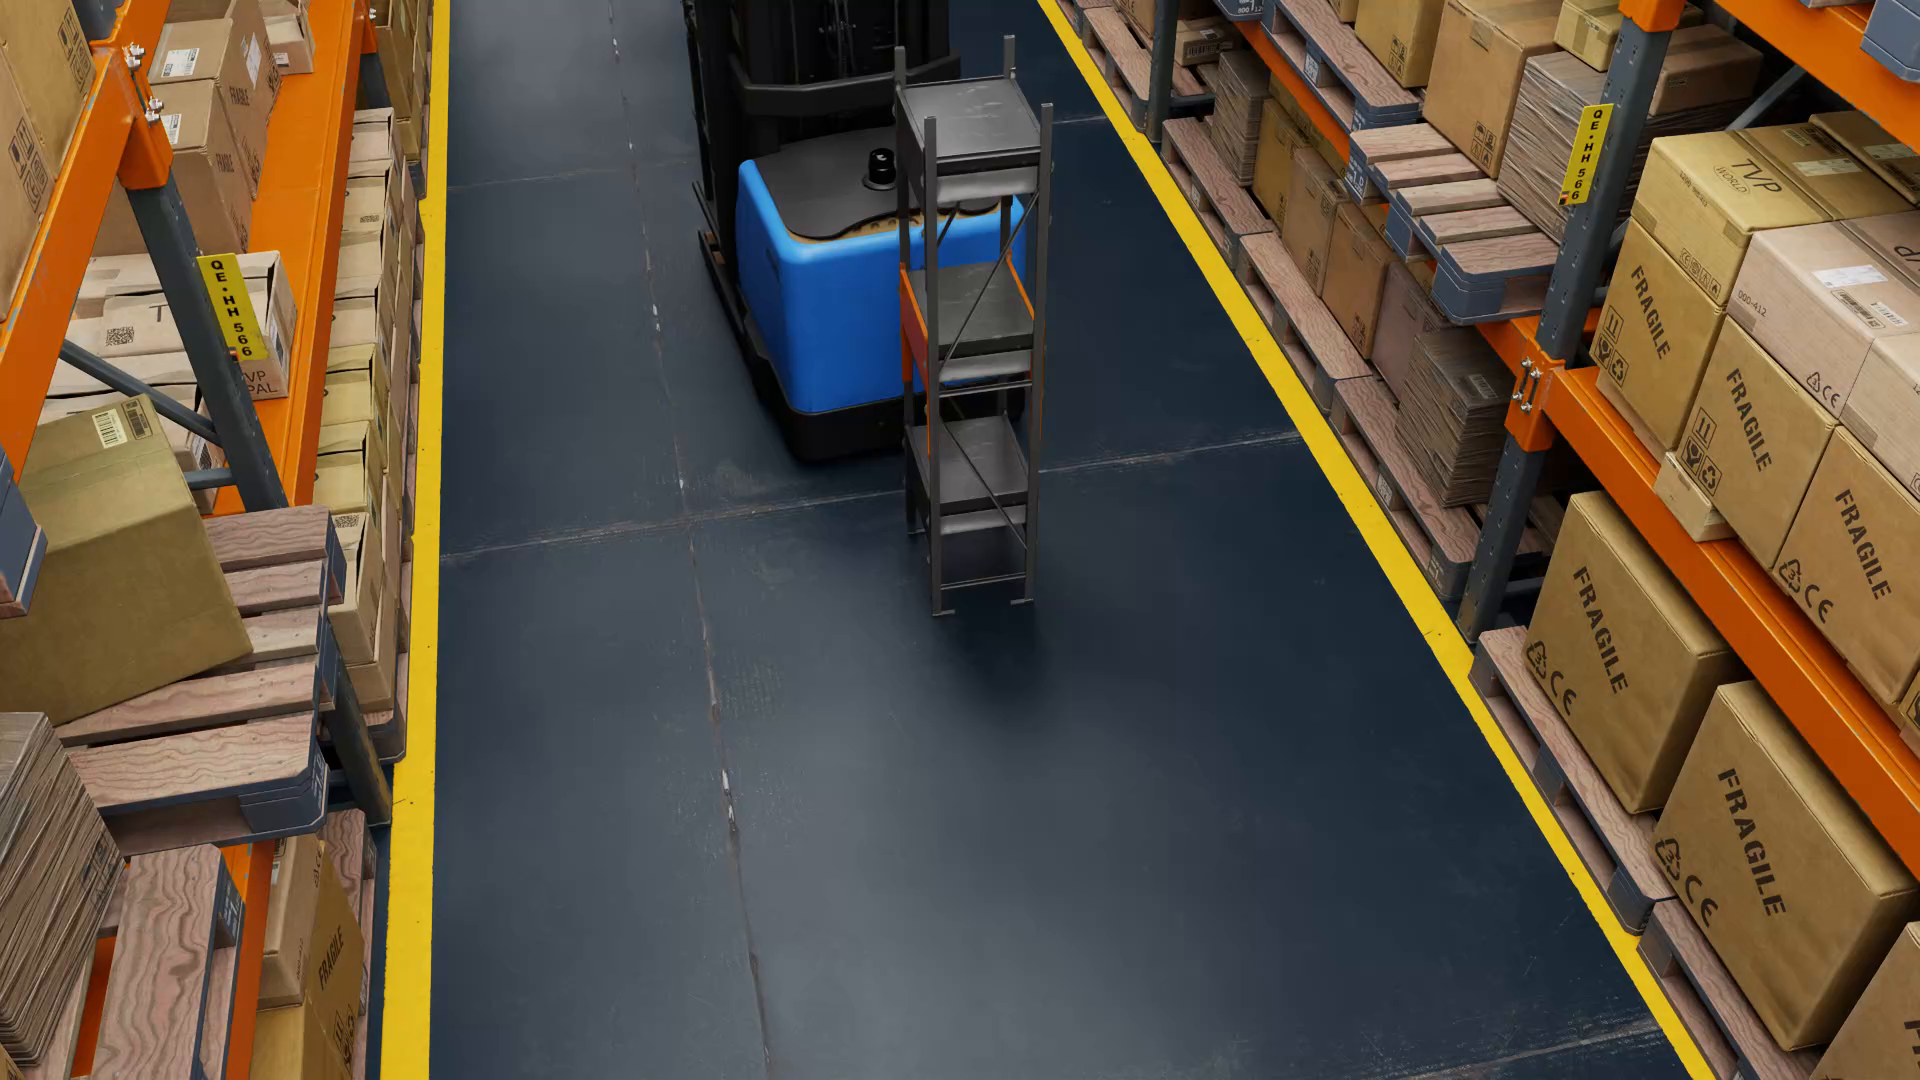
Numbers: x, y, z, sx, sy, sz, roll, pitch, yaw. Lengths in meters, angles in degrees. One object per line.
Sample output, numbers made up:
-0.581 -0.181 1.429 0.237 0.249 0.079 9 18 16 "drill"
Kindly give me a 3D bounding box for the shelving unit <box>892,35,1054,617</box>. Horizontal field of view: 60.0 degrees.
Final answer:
0.036 -0.678 5.932 0.431 2.100 0.503 -8 42 -9 "shelving unit"

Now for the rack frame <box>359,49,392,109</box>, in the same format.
-3.299 -2.711 7.545 1.000 3.000 0.127 -8 42 -9 "rack frame"

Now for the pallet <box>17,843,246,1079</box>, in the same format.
-2.011 1.213 3.268 1.003 0.211 1.213 -8 42 -9 "pallet"

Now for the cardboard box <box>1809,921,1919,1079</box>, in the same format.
2.802 1.431 4.182 0.750 0.750 0.750 -7 42 -8 "cardboard box"

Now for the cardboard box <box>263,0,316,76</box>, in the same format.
-2.929 -2.117 6.977 0.396 0.266 0.258 -9 42 -10 "cardboard box"

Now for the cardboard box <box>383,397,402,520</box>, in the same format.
-2.489 -0.291 6.573 0.500 0.250 0.500 -9 42 -10 "cardboard box"

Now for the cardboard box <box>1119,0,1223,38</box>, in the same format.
1.274 -3.320 9.782 0.500 0.500 0.500 -11 43 -12 "cardboard box"

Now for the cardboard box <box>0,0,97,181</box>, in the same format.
-2.308 -1.000 3.282 0.910 0.500 0.500 -8 42 -9 "cardboard box"

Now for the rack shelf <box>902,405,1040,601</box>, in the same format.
0.036 -0.144 6.406 0.431 0.518 0.480 -8 42 -9 "rack shelf"

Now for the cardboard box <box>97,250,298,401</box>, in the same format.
-2.439 -0.693 5.338 0.500 0.311 0.500 -9 42 -10 "cardboard box"

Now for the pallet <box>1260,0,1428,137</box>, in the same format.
1.934 -2.036 6.929 1.003 0.211 1.213 -8 42 -9 "pallet"

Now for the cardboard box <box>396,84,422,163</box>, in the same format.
-3.103 -2.184 8.706 0.500 0.250 0.500 -8 42 -9 "cardboard box"

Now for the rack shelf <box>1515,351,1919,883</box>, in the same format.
2.833 0.735 4.205 1.077 0.370 4.000 -8 42 -9 "rack shelf"

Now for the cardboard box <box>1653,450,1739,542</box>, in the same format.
2.266 -0.149 4.832 0.380 0.149 0.250 -7 42 -8 "cardboard box"

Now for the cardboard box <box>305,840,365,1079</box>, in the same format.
-2.004 1.225 4.663 0.500 0.500 0.500 -7 42 -8 "cardboard box"

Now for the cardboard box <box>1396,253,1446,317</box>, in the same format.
2.133 -1.178 6.805 0.500 0.250 0.500 -8 42 -8 "cardboard box"

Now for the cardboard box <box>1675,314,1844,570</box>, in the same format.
2.360 -0.294 4.508 0.500 0.500 0.500 -7 42 -8 "cardboard box"

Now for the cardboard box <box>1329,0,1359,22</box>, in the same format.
1.900 -2.505 6.906 0.700 0.500 0.500 -3 42 -3 "cardboard box"

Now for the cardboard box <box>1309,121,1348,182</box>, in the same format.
1.927 -1.837 7.547 0.500 0.250 0.500 -9 42 -11 "cardboard box"

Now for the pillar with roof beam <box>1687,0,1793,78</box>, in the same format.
-1.239 -3.424 3.829 9.100 9.000 0.400 -8 42 -9 "pillar with roof beam"

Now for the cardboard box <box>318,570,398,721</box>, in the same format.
-2.261 0.371 5.827 0.500 0.250 0.500 -8 42 -9 "cardboard box"

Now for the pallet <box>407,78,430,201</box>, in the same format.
-3.429 -2.190 9.058 1.003 0.211 1.213 -8 42 -9 "pallet"

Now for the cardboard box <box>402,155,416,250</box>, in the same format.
-2.926 -1.613 8.062 0.500 0.250 0.500 -9 42 -10 "cardboard box"

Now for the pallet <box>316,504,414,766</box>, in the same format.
-2.575 0.385 6.157 1.003 0.211 1.213 -8 42 -9 "pallet"

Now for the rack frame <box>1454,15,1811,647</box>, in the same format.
2.401 -0.831 5.426 1.000 3.000 0.127 -8 42 -9 "rack frame"

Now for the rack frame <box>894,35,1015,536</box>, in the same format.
-0.017 -0.836 6.110 0.400 2.100 0.015 -8 42 -9 "rack frame"

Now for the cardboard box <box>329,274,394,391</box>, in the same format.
-2.603 -0.842 6.771 0.500 0.311 0.500 -9 42 -10 "cardboard box"

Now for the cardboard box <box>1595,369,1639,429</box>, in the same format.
2.246 -0.498 5.225 0.380 0.149 0.250 -9 42 -10 "cardboard box"

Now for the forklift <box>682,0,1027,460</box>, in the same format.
-0.662 -2.424 7.273 1.130 2.935 3.031 -12 43 -14 "forklift"

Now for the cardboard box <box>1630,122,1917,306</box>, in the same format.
2.253 -0.917 4.645 0.500 0.250 0.500 -7 42 -8 "cardboard box"

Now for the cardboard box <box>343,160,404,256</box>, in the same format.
-2.813 -1.492 7.504 0.500 0.311 0.500 -7 42 -8 "cardboard box"

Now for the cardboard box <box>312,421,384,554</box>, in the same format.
-2.383 -0.178 6.023 0.500 0.311 0.500 -9 42 -10 "cardboard box"

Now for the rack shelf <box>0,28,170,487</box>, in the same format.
-2.004 0.325 2.406 1.077 0.370 4.000 -8 42 -9 "rack shelf"

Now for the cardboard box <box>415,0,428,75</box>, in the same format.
-3.308 -2.834 9.438 0.500 0.250 0.500 -8 42 -9 "cardboard box"

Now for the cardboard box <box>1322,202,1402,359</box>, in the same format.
2.062 -1.188 7.381 0.700 0.500 0.500 -9 42 -10 "cardboard box"

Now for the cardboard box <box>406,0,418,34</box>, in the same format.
-3.309 -3.114 9.189 0.500 0.500 0.500 -8 42 -9 "cardboard box"

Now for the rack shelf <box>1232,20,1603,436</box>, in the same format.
1.969 -1.858 7.125 1.077 0.370 4.000 -8 42 -9 "rack shelf"

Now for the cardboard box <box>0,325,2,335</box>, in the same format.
-2.086 -0.332 2.530 0.910 0.500 0.500 -8 42 -9 "cardboard box"

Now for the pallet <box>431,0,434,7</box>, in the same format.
-3.956 -3.772 10.840 1.003 0.211 1.213 -8 42 -9 "pallet"

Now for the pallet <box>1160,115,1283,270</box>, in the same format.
1.707 -1.876 8.705 1.003 0.211 1.213 -8 42 -9 "pallet"

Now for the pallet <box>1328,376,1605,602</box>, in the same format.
2.234 -0.295 6.923 1.003 0.211 1.213 -8 42 -9 "pallet"

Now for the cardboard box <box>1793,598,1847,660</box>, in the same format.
2.506 0.164 4.480 0.380 0.149 0.250 -7 42 -8 "cardboard box"

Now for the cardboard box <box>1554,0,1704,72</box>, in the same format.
2.213 -1.701 5.511 0.380 0.149 0.250 -15 44 -16 "cardboard box"

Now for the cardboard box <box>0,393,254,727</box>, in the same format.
-2.189 0.079 4.010 0.700 0.500 0.500 -22 46 -23 "cardboard box"

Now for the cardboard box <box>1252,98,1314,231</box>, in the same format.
1.873 -1.851 8.127 0.700 0.500 0.500 -9 42 -10 "cardboard box"

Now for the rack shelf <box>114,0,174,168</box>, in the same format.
-2.867 -2.268 5.327 1.077 0.370 4.000 -8 42 -9 "rack shelf"

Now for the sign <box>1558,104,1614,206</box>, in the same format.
1.873 -1.150 4.974 0.100 0.325 0.005 -8 42 -9 "sign"

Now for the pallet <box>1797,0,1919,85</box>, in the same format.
2.592 -1.472 4.032 1.213 0.211 1.003 -7 42 -7 "pallet"

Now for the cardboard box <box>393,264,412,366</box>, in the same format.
-2.708 -0.953 7.319 0.500 0.250 0.500 -7 42 -8 "cardboard box"

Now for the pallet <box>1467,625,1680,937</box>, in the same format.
2.497 0.734 5.764 1.003 0.211 1.213 -8 42 -9 "pallet"

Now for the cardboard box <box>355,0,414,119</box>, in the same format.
-3.093 -2.466 8.458 0.500 0.500 0.500 -8 42 -9 "cardboard box"

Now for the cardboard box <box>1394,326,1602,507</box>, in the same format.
2.195 -0.520 6.627 0.700 0.500 0.500 -8 42 -9 "cardboard box"

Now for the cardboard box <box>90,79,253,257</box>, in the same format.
-2.813 -1.241 5.813 0.500 0.500 0.500 -10 43 -12 "cardboard box"

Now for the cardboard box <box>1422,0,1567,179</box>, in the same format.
2.143 -1.694 5.992 0.700 0.500 0.500 -12 43 -13 "cardboard box"

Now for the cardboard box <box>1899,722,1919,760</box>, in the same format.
2.587 0.495 4.107 0.380 0.149 0.250 -8 42 -9 "cardboard box"

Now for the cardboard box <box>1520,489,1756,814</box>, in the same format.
2.432 0.312 5.442 0.750 0.750 0.750 -9 42 -10 "cardboard box"
